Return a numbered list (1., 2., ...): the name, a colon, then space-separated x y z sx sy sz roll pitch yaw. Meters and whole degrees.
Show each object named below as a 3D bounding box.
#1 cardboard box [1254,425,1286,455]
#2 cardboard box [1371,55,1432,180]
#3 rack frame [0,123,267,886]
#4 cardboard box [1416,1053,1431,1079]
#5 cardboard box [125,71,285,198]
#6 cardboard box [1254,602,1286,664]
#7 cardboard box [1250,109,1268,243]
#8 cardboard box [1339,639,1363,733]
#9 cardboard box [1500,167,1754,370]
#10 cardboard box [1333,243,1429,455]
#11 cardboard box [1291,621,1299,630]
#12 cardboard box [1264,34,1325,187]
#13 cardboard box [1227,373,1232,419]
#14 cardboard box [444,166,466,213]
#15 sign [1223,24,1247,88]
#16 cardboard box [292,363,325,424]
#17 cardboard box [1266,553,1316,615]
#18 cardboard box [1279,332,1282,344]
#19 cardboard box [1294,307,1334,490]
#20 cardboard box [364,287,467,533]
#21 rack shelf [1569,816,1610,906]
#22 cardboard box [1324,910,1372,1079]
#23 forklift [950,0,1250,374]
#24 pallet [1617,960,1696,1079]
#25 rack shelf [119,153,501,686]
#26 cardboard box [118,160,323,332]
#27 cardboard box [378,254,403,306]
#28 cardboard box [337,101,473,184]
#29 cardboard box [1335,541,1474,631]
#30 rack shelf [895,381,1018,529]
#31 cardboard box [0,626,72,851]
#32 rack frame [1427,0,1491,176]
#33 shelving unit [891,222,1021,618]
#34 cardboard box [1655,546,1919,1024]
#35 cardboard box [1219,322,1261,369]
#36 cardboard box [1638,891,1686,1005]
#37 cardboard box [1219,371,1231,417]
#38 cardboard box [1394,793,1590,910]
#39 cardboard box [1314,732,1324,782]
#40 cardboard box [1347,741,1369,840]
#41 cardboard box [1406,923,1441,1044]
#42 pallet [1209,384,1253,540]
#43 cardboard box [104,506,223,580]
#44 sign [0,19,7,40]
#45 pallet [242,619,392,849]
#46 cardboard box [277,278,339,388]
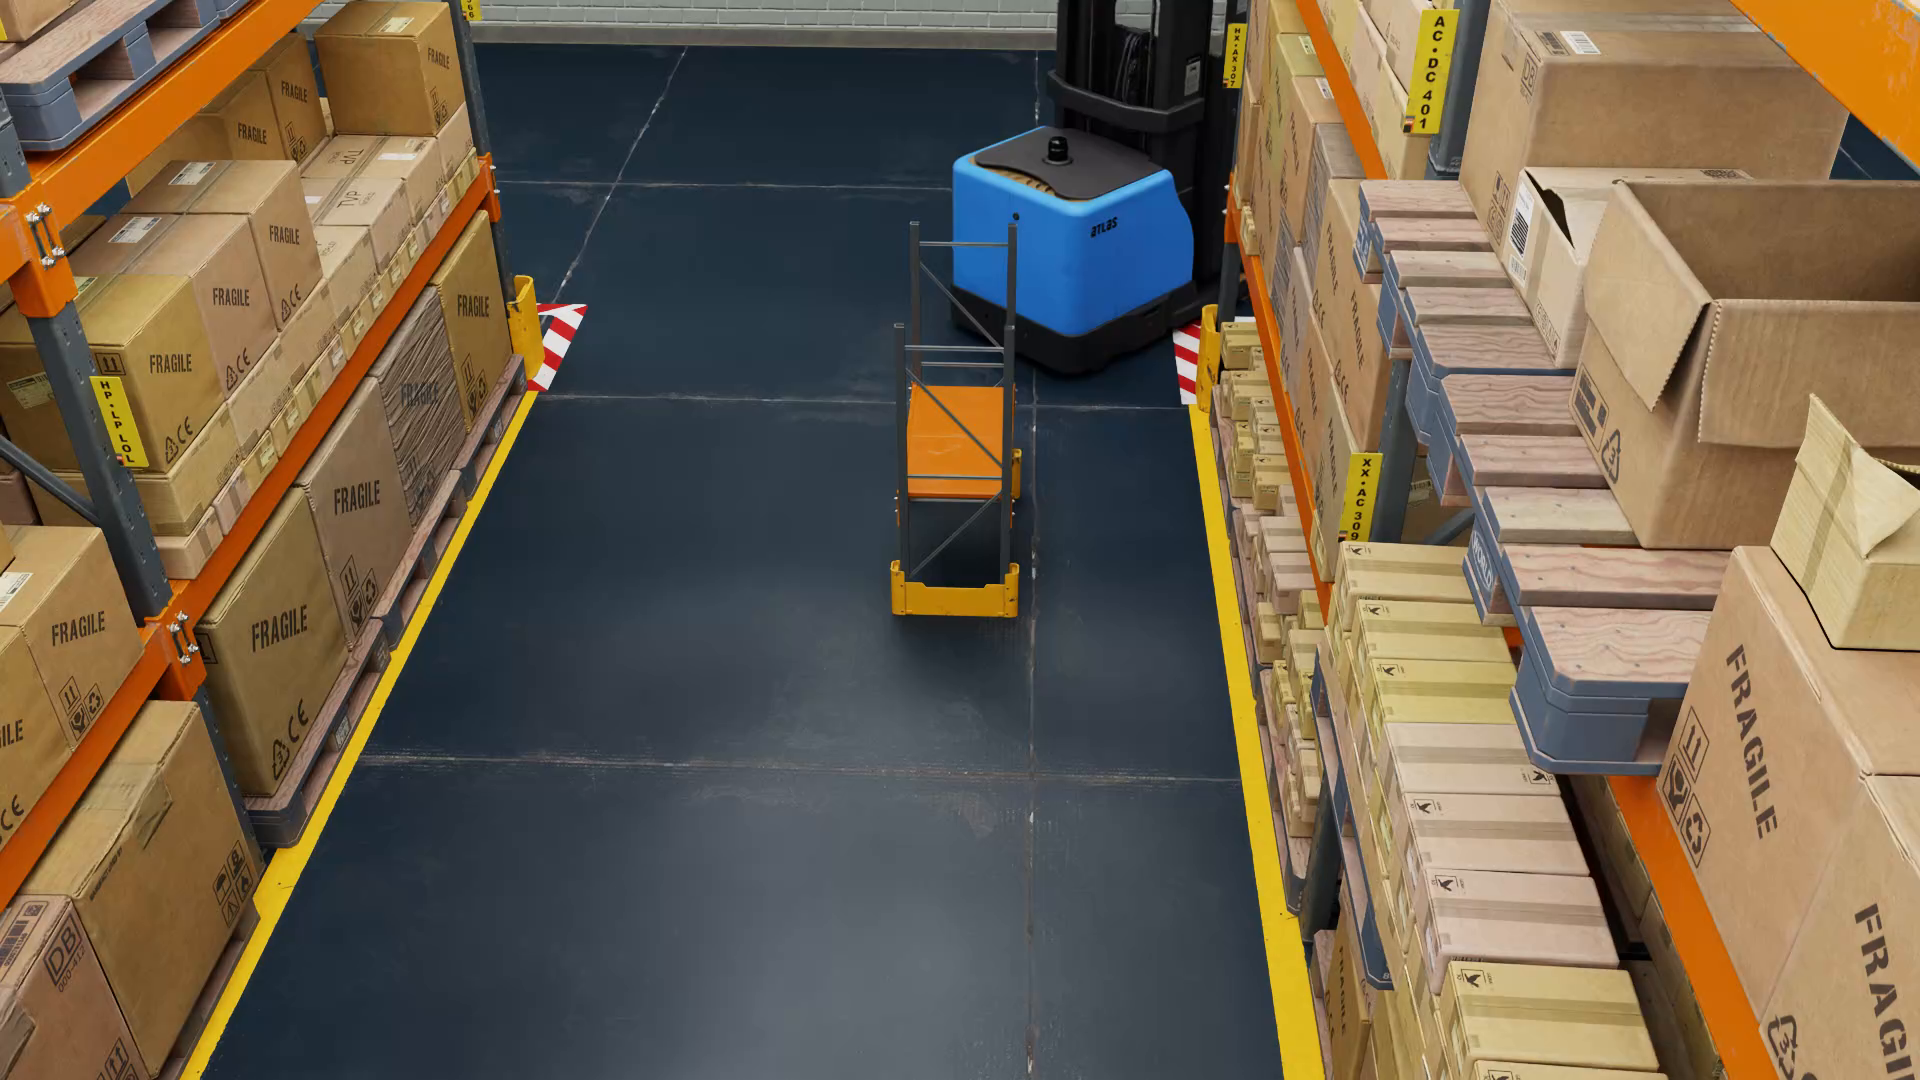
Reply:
1. cardboard box: 1.587 -0.410 7.821 0.380 0.149 0.250 3 35 4
2. cardboard box: 1.513 -1.217 4.894 0.500 0.250 0.500 2 35 3
3. rack frame: -3.188 0.065 5.549 1.000 3.000 0.127 1 35 2
4. cardboard box: 1.228 1.279 3.675 0.380 0.149 0.250 0 35 0
5. cardboard box: -3.352 -1.746 7.345 0.500 0.500 0.500 0 35 1
6. cardboard box: 1.480 0.404 7.181 0.380 0.149 0.250 1 35 2
7. cardboard box: 1.634 -1.664 7.663 0.500 0.500 0.500 1 35 2
8. cardboard box: 1.280 0.411 4.651 0.380 0.149 0.250 1 35 1
9. cardboard box: 1.518 -0.625 3.634 0.500 0.311 0.500 1 35 1
10. cardboard box: 1.512 -0.611 5.295 0.500 0.500 0.500 0 35 0
11. cardboard box: 1.558 0.470 6.828 0.380 0.149 0.250 2 35 2
12. cardboard box: 1.584 -1.792 6.976 0.500 0.500 0.500 1 35 1
13. cardboard box: 1.579 -0.737 8.545 0.380 0.149 0.250 1 35 2
14. cardboard box: -2.722 -1.769 8.377 0.380 0.149 0.250 2 35 2
15. sign: 1.382 -2.427 8.342 0.100 0.325 0.005 1 35 2
16. cardboard box: -2.805 -0.595 6.707 0.380 0.149 0.250 1 35 1
17. cardboard box: 1.498 0.182 6.979 0.380 0.149 0.250 0 35 0
18. cardboard box: 1.572 -0.882 7.115 0.380 0.149 0.250 3 35 4
19. cardboard box: 1.523 -0.508 6.019 0.500 0.500 0.500 0 35 1
20. cardboard box: -3.010 -0.644 8.040 0.875 0.875 0.875 1 35 2
21. rack shelf: 1.683 1.681 3.876 1.077 0.370 4.000 1 35 2
22. cardboard box: 1.469 1.507 5.306 0.500 0.500 0.500 3 35 4
23. forklift: 1.345 -2.885 9.806 3.031 2.935 1.130 -30 45 -35
24. pallet: 1.642 1.476 3.708 1.003 0.211 1.213 1 35 2
25. rack shelf: -3.108 -0.790 7.391 1.077 0.370 4.000 1 35 2
26. cardboard box: -2.870 -1.154 6.502 0.500 0.500 0.500 0 35 0
27. cardboard box: -2.762 -1.183 7.543 0.380 0.149 0.250 1 35 2
28. cardboard box: -2.782 -2.009 8.372 0.500 0.250 0.500 1 35 1
29. cardboard box: 1.288 0.141 4.777 0.380 0.149 0.250 3 35 4
30. rack shelf: -0.003 -0.417 7.852 0.538 0.185 1.000 1 35 2
31. cardboard box: -2.961 0.583 4.725 0.500 0.500 0.500 2 35 3
32. rack frame: 1.764 -2.217 3.579 1.000 3.000 0.127 1 35 2
33. shelving unit: -0.003 -0.570 7.756 0.587 1.500 1.083 1 35 2
34. cardboard box: 1.403 0.359 2.435 0.500 0.500 0.500 1 35 2
35. cardboard box: 1.564 -1.016 8.684 0.380 0.149 0.250 0 35 0
36. cardboard box: 1.908 0.997 4.075 0.380 0.149 0.250 0 35 0
37. cardboard box: 1.583 -0.773 8.855 0.380 0.149 0.250 2 35 3
38. cardboard box: 1.248 0.739 3.926 0.380 0.149 0.250 1 35 1
39. cardboard box: 1.518 0.778 6.131 0.380 0.149 0.250 2 35 3
40. cardboard box: 1.269 0.687 4.517 0.380 0.149 0.250 2 35 2
41. cardboard box: 1.240 1.016 3.790 0.380 0.149 0.250 1 35 1
42. pallet: 1.853 -0.410 8.650 1.003 0.211 1.213 1 35 2
43. cardboard box: -2.844 0.005 5.852 0.380 0.149 0.250 1 35 2
44. sign: -2.646 -1.496 4.438 0.100 0.325 0.005 1 35 2
45. pallet: -3.080 0.770 6.970 1.003 0.211 1.213 1 35 2
46. cardboard box: -2.868 -0.843 6.712 0.500 0.250 0.500 2 35 3
